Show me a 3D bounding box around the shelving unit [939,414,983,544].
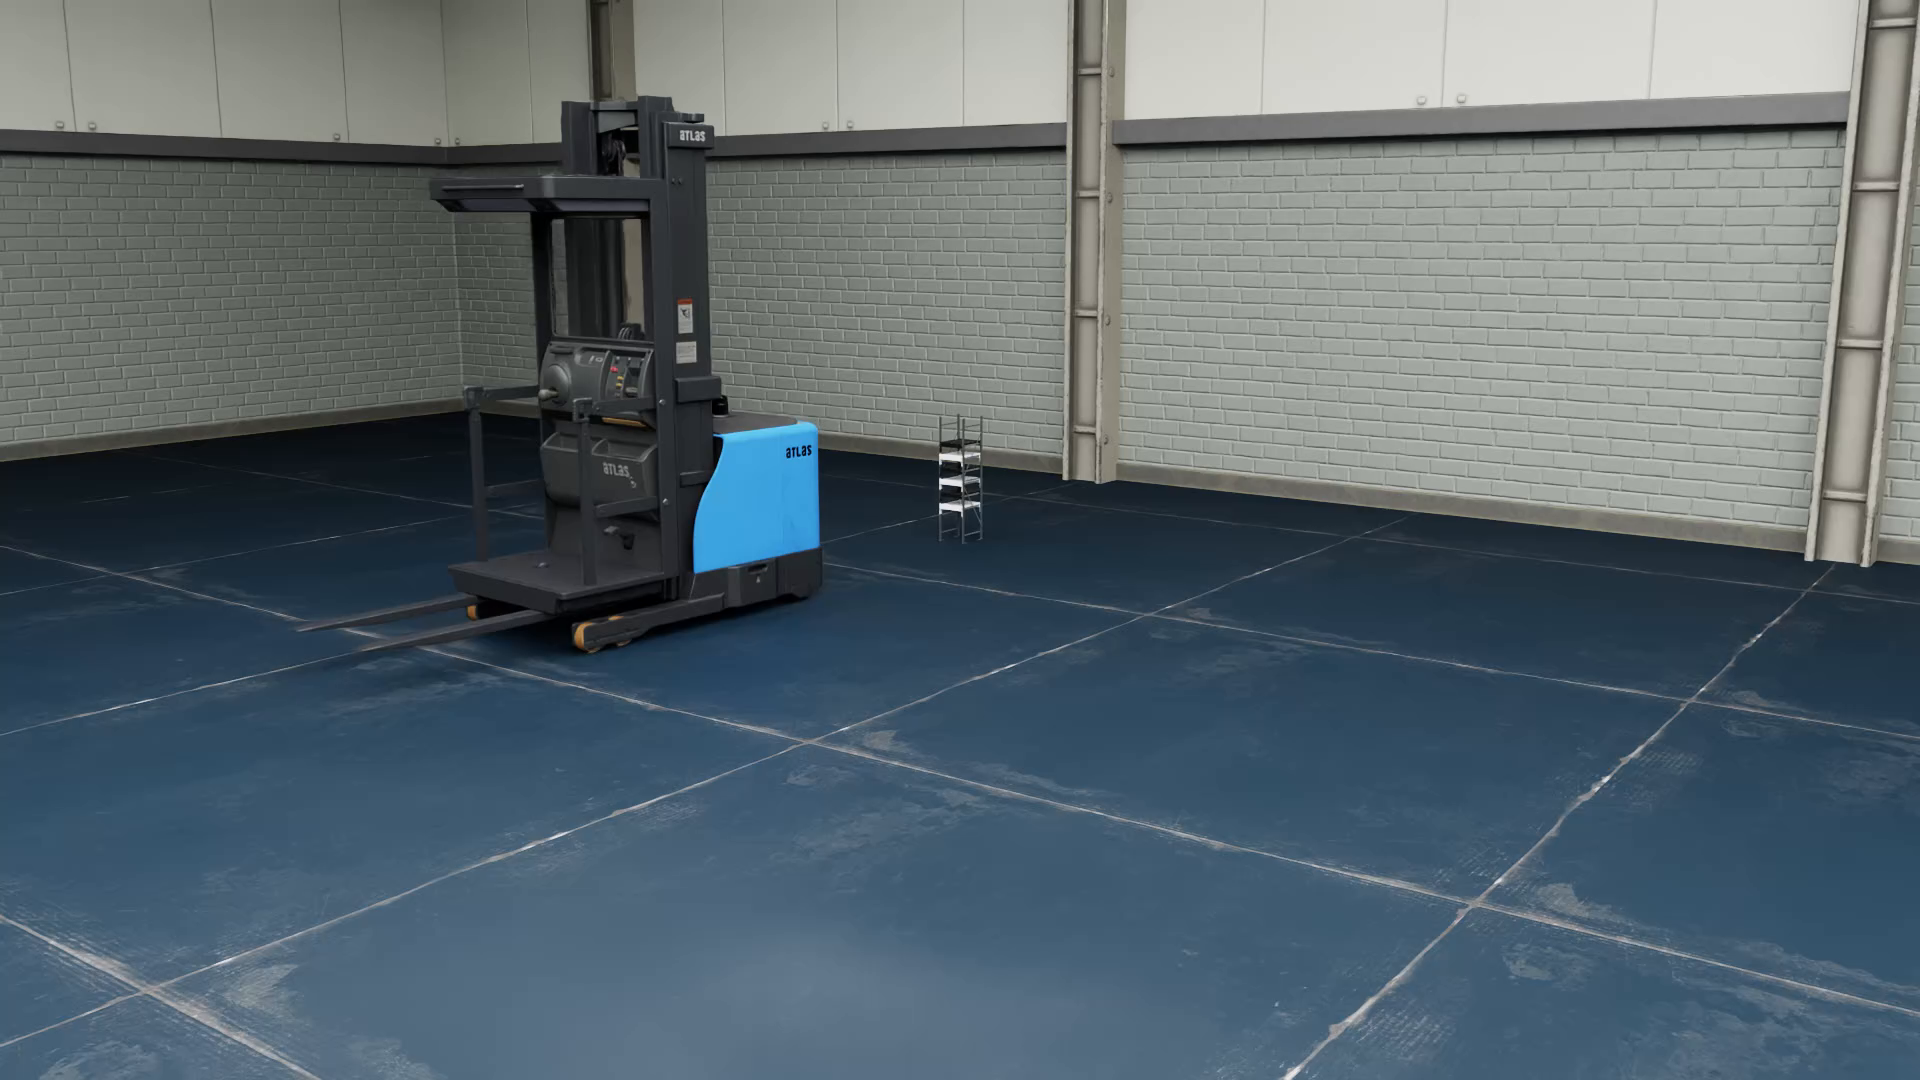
[{"bbox_3d":[0.007,-0.441,11.939,0.210,0.900,0.258,8,13,36],"label":"shelving unit"}]

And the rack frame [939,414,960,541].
[{"bbox_3d":[-0.075,-0.452,11.999,0.006,0.900,0.240,8,13,36],"label":"rack frame"}]

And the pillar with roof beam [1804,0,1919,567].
[{"bbox_3d":[3.446,-3.623,7.063,0.400,9.000,9.100,8,13,36],"label":"pillar with roof beam"}]

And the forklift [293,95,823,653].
[{"bbox_3d":[-2.180,-0.942,9.183,1.130,2.935,3.031,9,14,39],"label":"forklift"}]

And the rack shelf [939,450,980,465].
[{"bbox_3d":[0.007,-0.585,11.912,0.200,0.077,0.258,8,13,36],"label":"rack shelf"}]

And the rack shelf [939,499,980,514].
[{"bbox_3d":[0.007,-0.231,11.980,0.200,0.077,0.258,8,13,36],"label":"rack shelf"}]

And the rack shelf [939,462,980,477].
[{"bbox_3d":[0.007,-0.497,11.929,0.200,0.077,0.258,8,13,36],"label":"rack shelf"}]

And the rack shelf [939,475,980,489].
[{"bbox_3d":[0.007,-0.408,11.946,0.200,0.077,0.258,8,13,36],"label":"rack shelf"}]

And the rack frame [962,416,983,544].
[{"bbox_3d":[0.088,-0.429,11.880,0.006,0.900,0.240,8,13,36],"label":"rack frame"}]

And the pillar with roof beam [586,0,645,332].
[{"bbox_3d":[-6.226,-4.972,14.037,0.400,9.000,9.100,8,13,36],"label":"pillar with roof beam"}]

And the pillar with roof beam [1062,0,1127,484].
[{"bbox_3d":[-1.390,-4.297,10.550,0.400,9.000,9.100,8,13,36],"label":"pillar with roof beam"}]

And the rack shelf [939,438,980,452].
[{"bbox_3d":[0.007,-0.673,11.895,0.200,0.077,0.258,8,13,36],"label":"rack shelf"}]

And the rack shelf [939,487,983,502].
[{"bbox_3d":[0.007,-0.320,11.963,0.200,0.077,0.258,8,13,36],"label":"rack shelf"}]
